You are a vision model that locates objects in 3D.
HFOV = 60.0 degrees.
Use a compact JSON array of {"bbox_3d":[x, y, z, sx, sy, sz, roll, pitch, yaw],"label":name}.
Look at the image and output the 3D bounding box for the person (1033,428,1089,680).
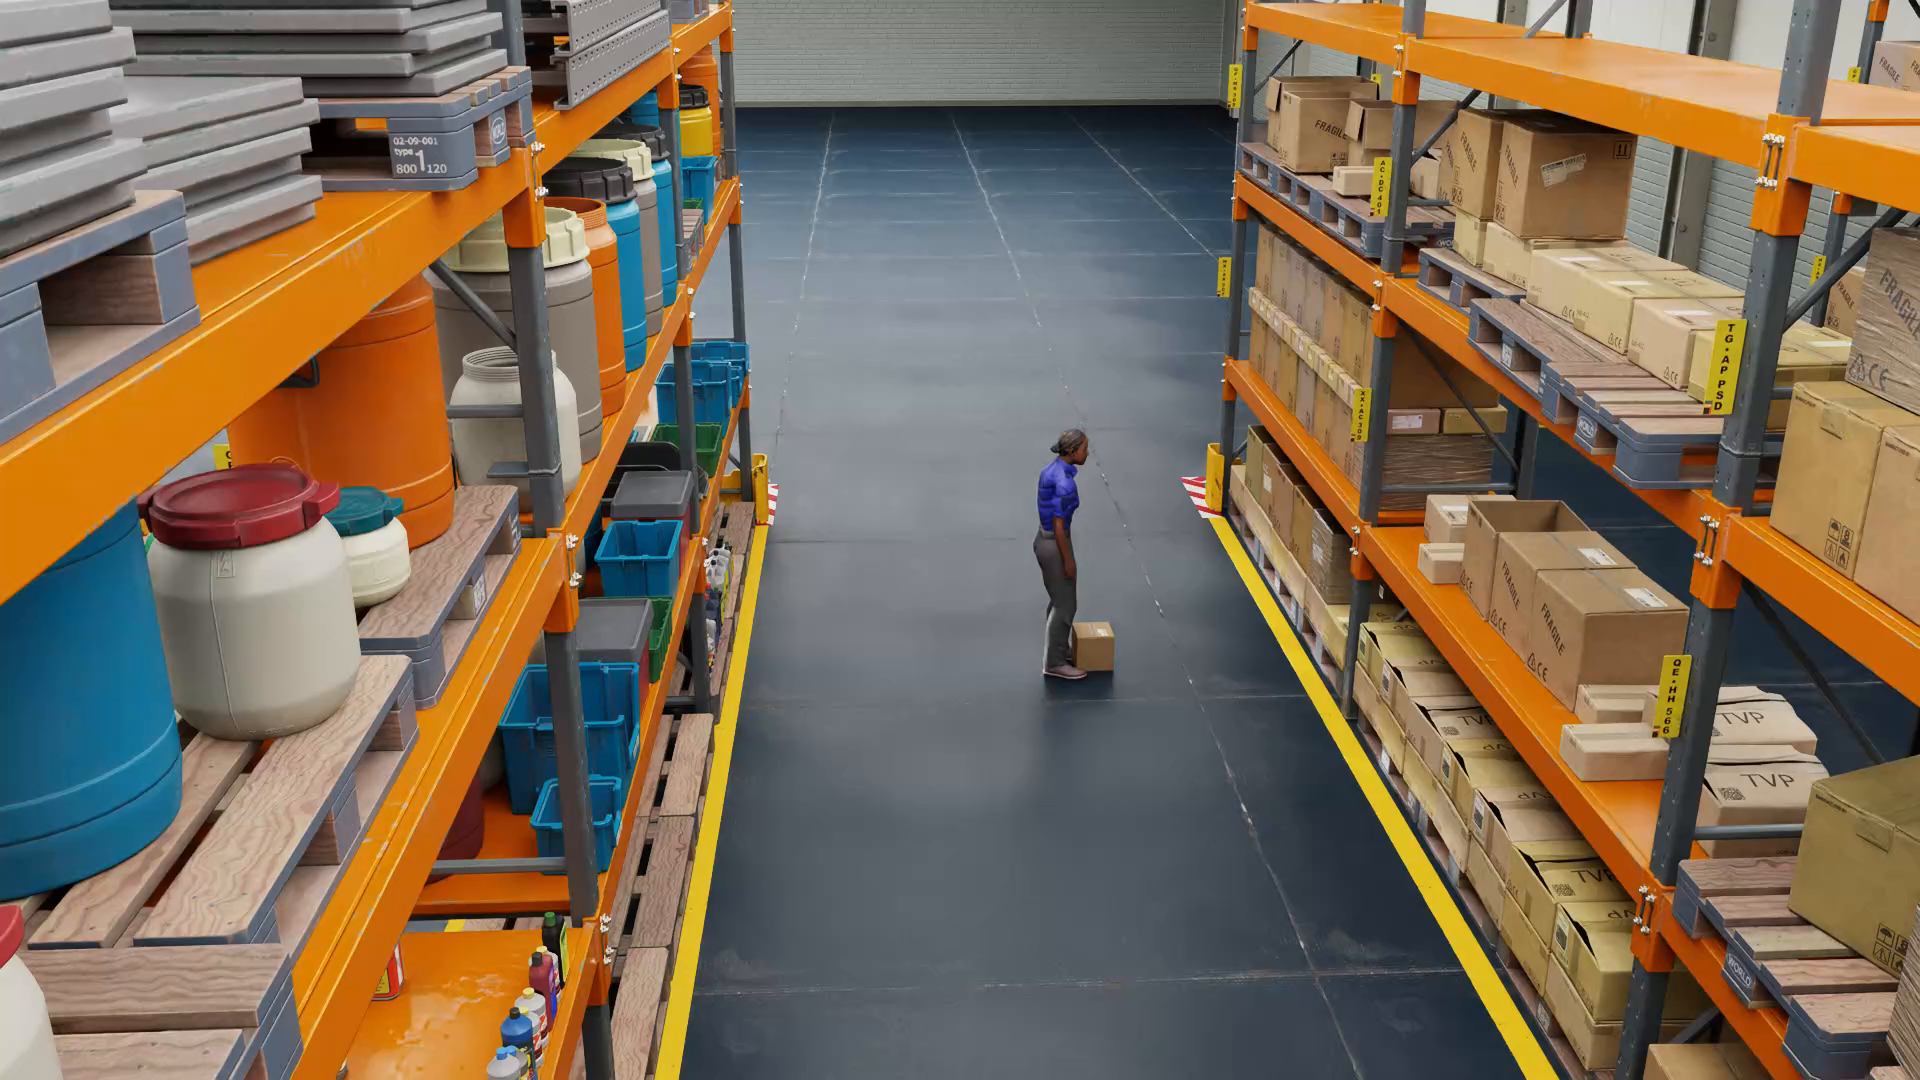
[{"bbox_3d":[0.682,0.074,10.907,0.391,1.641,0.507,-1,21,-3],"label":"person"}]
